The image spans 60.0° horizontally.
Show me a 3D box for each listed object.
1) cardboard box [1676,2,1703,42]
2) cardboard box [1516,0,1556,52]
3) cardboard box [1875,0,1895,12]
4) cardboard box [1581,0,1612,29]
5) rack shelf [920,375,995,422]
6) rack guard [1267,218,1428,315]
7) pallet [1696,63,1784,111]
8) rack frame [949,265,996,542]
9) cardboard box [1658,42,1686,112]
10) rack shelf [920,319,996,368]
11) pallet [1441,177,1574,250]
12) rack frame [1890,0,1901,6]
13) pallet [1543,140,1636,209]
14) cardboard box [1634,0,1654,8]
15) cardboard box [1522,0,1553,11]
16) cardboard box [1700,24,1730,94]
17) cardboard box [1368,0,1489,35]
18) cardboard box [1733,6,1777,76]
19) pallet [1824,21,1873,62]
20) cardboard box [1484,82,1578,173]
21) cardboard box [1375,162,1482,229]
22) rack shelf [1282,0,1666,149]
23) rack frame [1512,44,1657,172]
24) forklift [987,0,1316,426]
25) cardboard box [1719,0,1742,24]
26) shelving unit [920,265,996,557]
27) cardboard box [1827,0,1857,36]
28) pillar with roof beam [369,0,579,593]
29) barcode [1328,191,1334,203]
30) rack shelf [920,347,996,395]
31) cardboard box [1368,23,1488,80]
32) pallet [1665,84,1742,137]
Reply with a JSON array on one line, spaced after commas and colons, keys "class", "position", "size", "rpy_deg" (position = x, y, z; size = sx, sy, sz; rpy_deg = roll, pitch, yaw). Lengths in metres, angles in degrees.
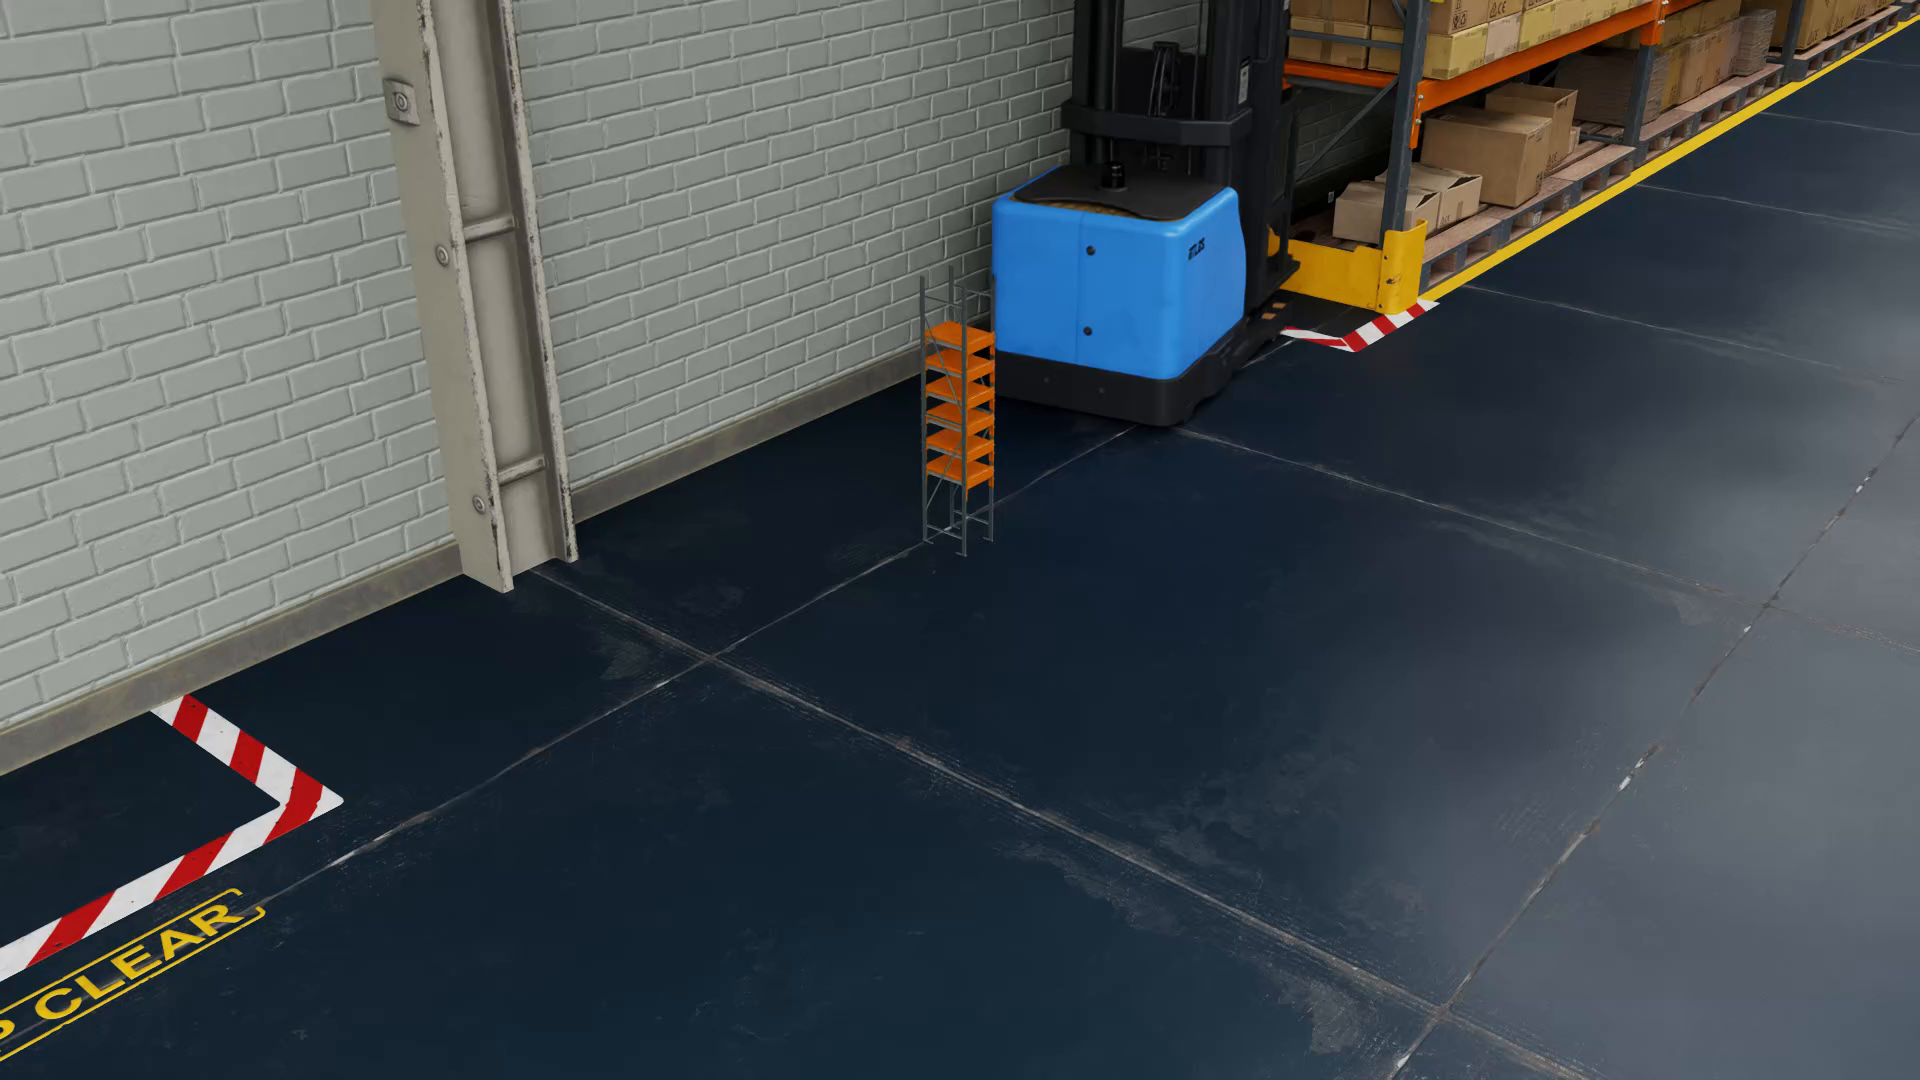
[{"class": "cardboard box", "position": [5.776, -4.300, 13.723], "size": [0.500, 0.250, 0.500], "rpy_deg": [20, 33, 33]}, {"class": "cardboard box", "position": [3.374, -3.245, 10.399], "size": [0.500, 0.250, 0.500], "rpy_deg": [20, 34, 34]}, {"class": "cardboard box", "position": [9.490, -6.073, 17.607], "size": [0.750, 0.750, 0.750], "rpy_deg": [21, 34, 35]}, {"class": "cardboard box", "position": [4.016, -3.602, 11.090], "size": [0.500, 0.250, 0.500], "rpy_deg": [21, 34, 34]}, {"class": "rack shelf", "position": [-0.009, -0.595, 6.930], "size": [0.258, 0.103, 0.180], "rpy_deg": [21, 34, 34]}, {"class": "rack guard", "position": [2.219, -1.772, 10.131], "size": [1.175, 0.500, 0.348], "rpy_deg": [21, 34, 34]}, {"class": "pallet", "position": [6.761, -4.176, 15.093], "size": [1.003, 0.211, 1.213], "rpy_deg": [21, 34, 34]}, {"class": "rack frame", "position": [0.049, -0.560, 7.027], "size": [0.240, 1.200, 0.006], "rpy_deg": [21, 34, 34]}, {"class": "cardboard box", "position": [5.460, -3.822, 13.616], "size": [0.700, 0.500, 0.500], "rpy_deg": [20, 33, 33]}, {"class": "rack shelf", "position": [-0.009, -0.808, 6.819], "size": [0.258, 0.103, 0.180], "rpy_deg": [21, 34, 34]}, {"class": "pallet", "position": [3.539, -2.352, 11.567], "size": [1.003, 0.211, 1.213], "rpy_deg": [21, 34, 34]}, {"class": "rack frame", "position": [9.804, -7.110, 17.729], "size": [1.000, 3.000, 0.127], "rpy_deg": [21, 34, 34]}, {"class": "pallet", "position": [4.315, -2.786, 12.406], "size": [1.003, 0.211, 1.213], "rpy_deg": [21, 34, 34]}, {"class": "cardboard box", "position": [4.648, -3.959, 11.780], "size": [0.500, 0.250, 0.500], "rpy_deg": [21, 34, 35]}, {"class": "cardboard box", "position": [3.362, -3.566, 10.203], "size": [0.500, 0.500, 0.500], "rpy_deg": [19, 33, 33]}, {"class": "cardboard box", "position": [6.130, -4.173, 14.294], "size": [0.700, 0.500, 0.500], "rpy_deg": [21, 34, 34]}, {"class": "cardboard box", "position": [2.706, -3.212, 9.519], "size": [0.500, 0.500, 0.500], "rpy_deg": [21, 34, 34]}, {"class": "cardboard box", "position": [6.842, -4.506, 14.938], "size": [0.700, 0.500, 0.500], "rpy_deg": [21, 34, 35]}, {"class": "pallet", "position": [8.595, -5.141, 16.958], "size": [1.003, 0.211, 1.213], "rpy_deg": [21, 34, 34]}, {"class": "cardboard box", "position": [4.086, -2.979, 11.985], "size": [0.500, 0.500, 0.500], "rpy_deg": [18, 32, 31]}, {"class": "cardboard box", "position": [3.043, -2.277, 10.835], "size": [0.500, 0.311, 0.500], "rpy_deg": [24, 36, 38]}, {"class": "rack shelf", "position": [3.443, -3.245, 11.041], "size": [1.077, 0.370, 4.000], "rpy_deg": [21, 34, 34]}, {"class": "rack frame", "position": [4.715, -4.273, 12.246], "size": [1.000, 3.000, 0.127], "rpy_deg": [21, 34, 34]}, {"class": "forklift", "position": [1.263, -2.508, 8.909], "size": [1.130, 2.935, 3.031], "rpy_deg": [13, 30, 24]}, {"class": "cardboard box", "position": [6.431, -4.655, 14.410], "size": [0.500, 0.250, 0.500], "rpy_deg": [21, 34, 35]}, {"class": "shelving unit", "position": [-0.009, -0.528, 6.964], "size": [0.258, 1.200, 0.189], "rpy_deg": [21, 34, 34]}, {"class": "cardboard box", "position": [8.390, -5.454, 16.411], "size": [0.750, 0.750, 0.750], "rpy_deg": [21, 34, 34]}, {"class": "pillar with roof beam", "position": [1.454, -2.635, 2.550], "size": [9.100, 9.000, 0.400], "rpy_deg": [21, 34, 34]}, {"class": "barcode", "position": [2.383, -2.203, 10.681], "size": [0.001, 0.075, 0.075], "rpy_deg": [21, 34, 34]}, {"class": "rack shelf", "position": [-0.009, -0.701, 6.875], "size": [0.258, 0.103, 0.180], "rpy_deg": [21, 34, 34]}, {"class": "cardboard box", "position": [2.726, -2.878, 9.689], "size": [0.500, 0.250, 0.500], "rpy_deg": [20, 33, 33]}, {"class": "pallet", "position": [5.985, -3.746, 14.261], "size": [1.003, 0.211, 1.213], "rpy_deg": [21, 34, 34]}]
